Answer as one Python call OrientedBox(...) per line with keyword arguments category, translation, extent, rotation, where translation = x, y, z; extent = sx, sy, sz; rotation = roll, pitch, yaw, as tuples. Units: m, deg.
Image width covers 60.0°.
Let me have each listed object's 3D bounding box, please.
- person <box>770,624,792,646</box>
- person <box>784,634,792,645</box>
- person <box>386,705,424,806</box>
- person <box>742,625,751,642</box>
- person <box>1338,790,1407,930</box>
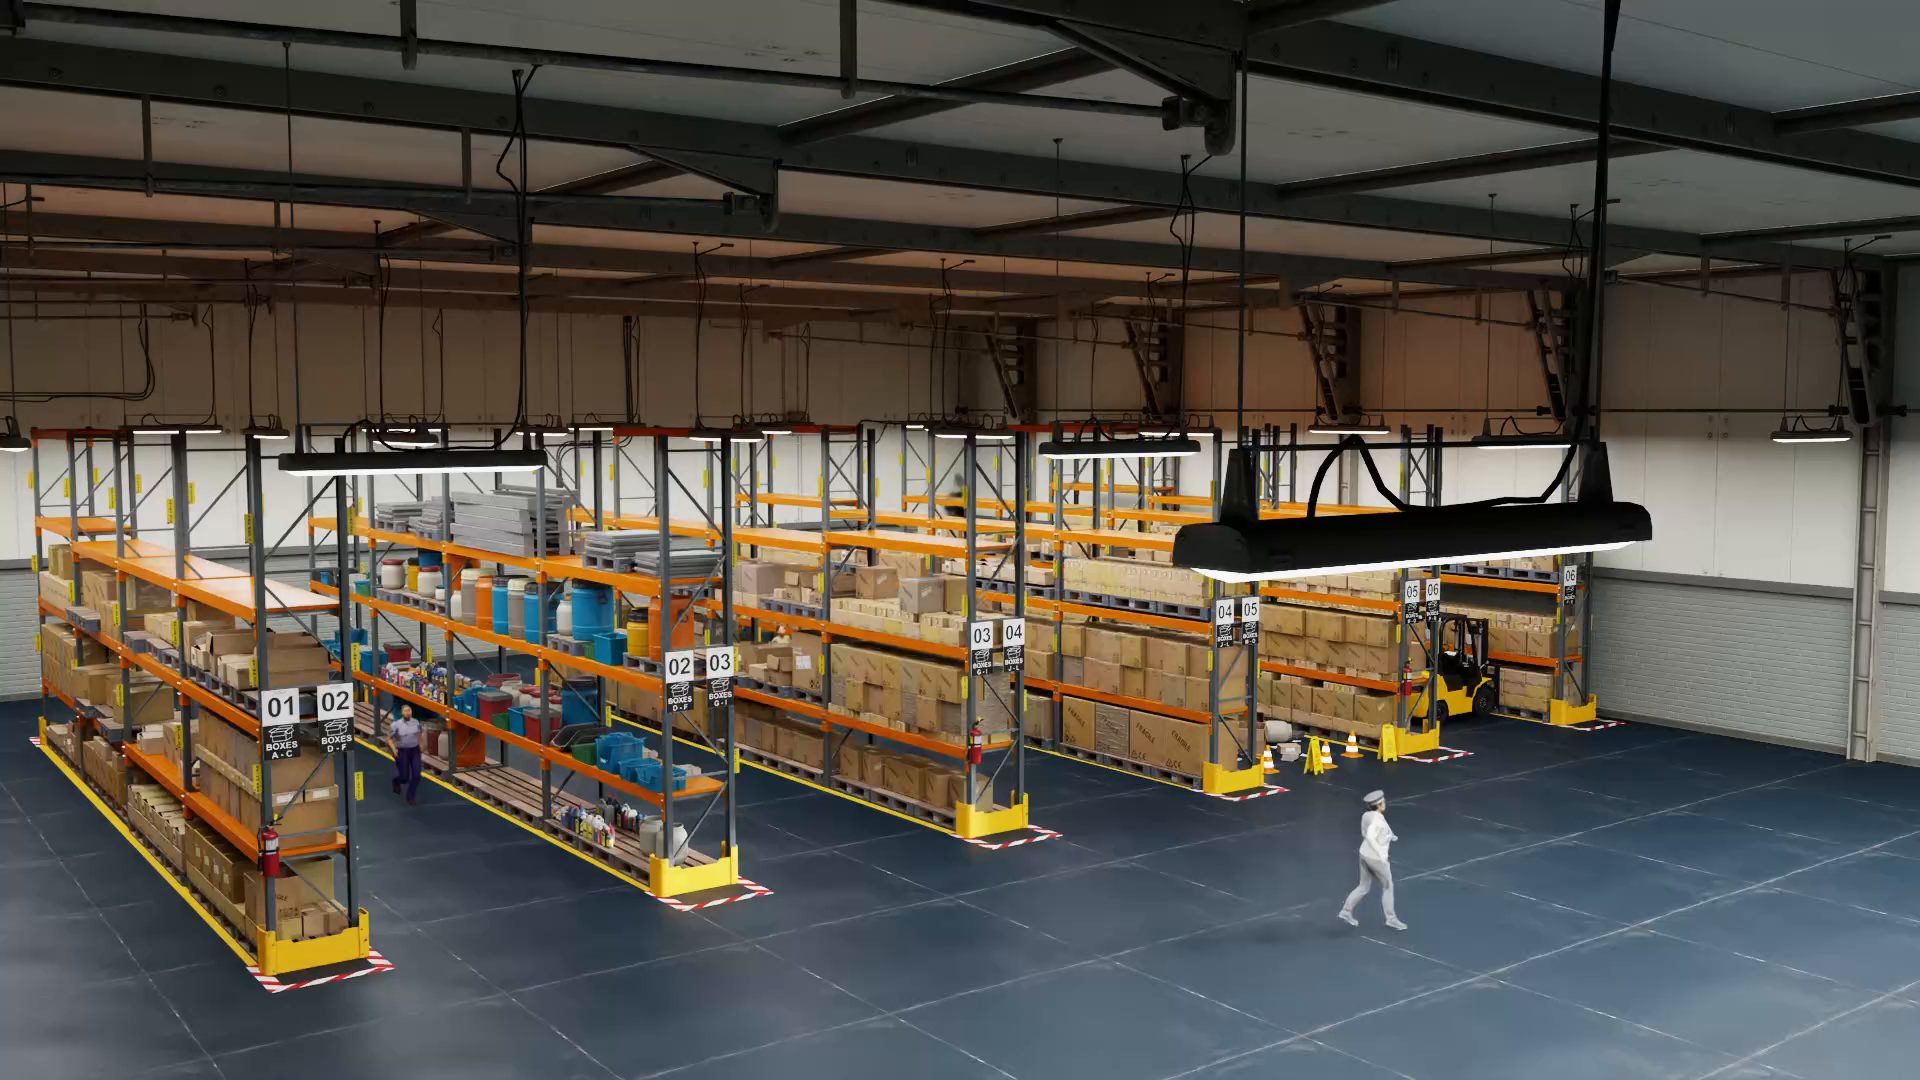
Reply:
OrientedBox(category="person", translation=(-3.920, 2.661, 36.501), extent=(0.577, 1.642, 0.580), rotation=(-3, 5, -33))
OrientedBox(category="person", translation=(-4.330, 2.159, 42.539), extent=(0.631, 1.685, 0.554), rotation=(-3, 6, -37))
OrientedBox(category="person", translation=(-8.910, 3.448, 26.780), extent=(0.615, 1.602, 0.587), rotation=(-4, 6, -38))
OrientedBox(category="person", translation=(-5.395, 2.284, 41.963), extent=(0.905, 1.483, 0.651), rotation=(0, 4, 2))
OrientedBox(category="person", translation=(5.022, 3.882, 20.170), extent=(0.834, 1.708, 0.614), rotation=(-1, 5, -15))
